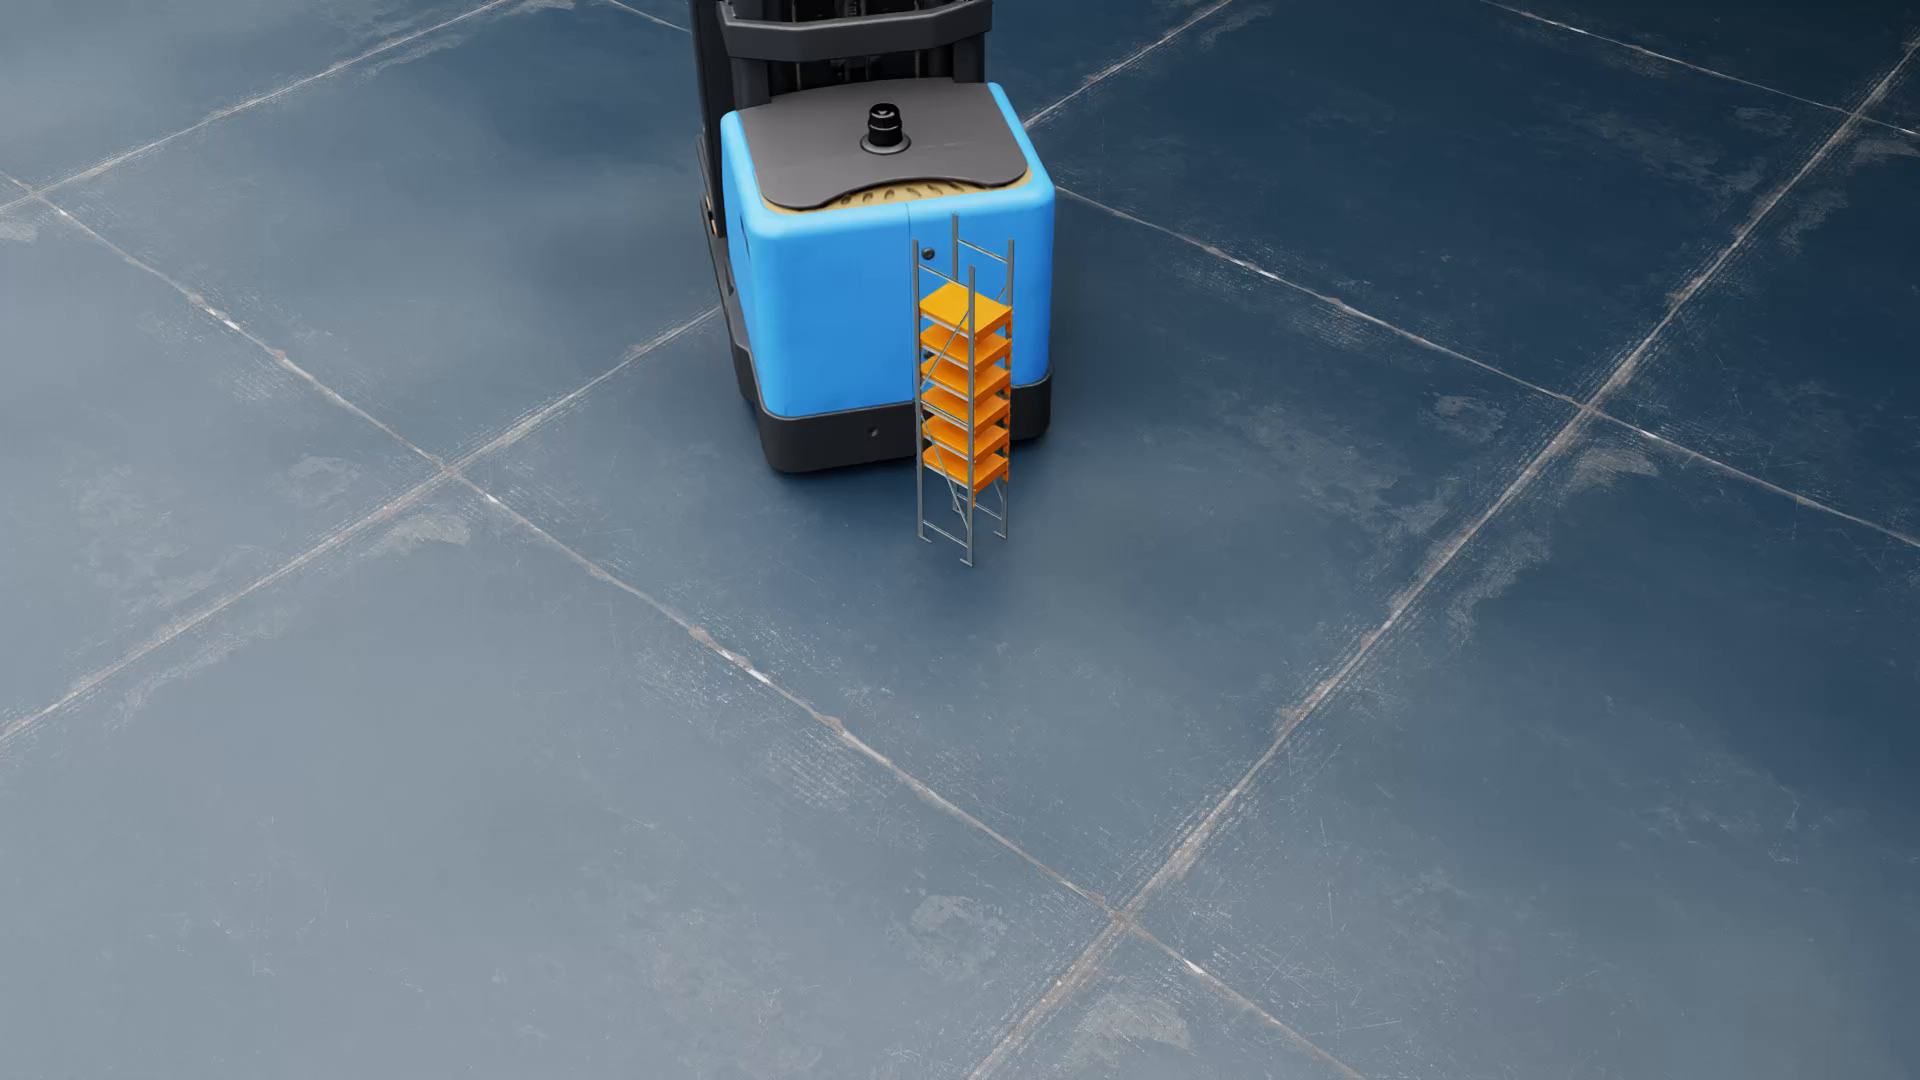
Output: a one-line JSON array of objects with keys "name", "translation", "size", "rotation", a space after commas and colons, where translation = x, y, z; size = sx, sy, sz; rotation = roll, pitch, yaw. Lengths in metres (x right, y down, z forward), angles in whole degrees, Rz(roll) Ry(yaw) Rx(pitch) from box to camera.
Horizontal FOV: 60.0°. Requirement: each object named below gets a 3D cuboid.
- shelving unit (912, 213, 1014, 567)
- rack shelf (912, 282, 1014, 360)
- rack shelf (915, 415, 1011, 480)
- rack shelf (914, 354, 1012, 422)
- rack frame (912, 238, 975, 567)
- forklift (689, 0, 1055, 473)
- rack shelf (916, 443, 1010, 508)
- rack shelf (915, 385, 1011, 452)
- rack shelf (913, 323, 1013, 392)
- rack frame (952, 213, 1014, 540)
[{"name": "shelving unit", "translation": [0.009, -0.451, 5.355], "size": [0.258, 1.200, 0.189], "rotation": [29, 50, 28]}, {"name": "rack shelf", "translation": [0.009, -0.685, 5.142], "size": [0.258, 0.103, 0.180], "rotation": [29, 50, 28]}, {"name": "rack shelf", "translation": [0.009, -0.330, 5.465], "size": [0.258, 0.103, 0.180], "rotation": [29, 50, 28]}, {"name": "rack shelf", "translation": [0.009, -0.507, 5.304], "size": [0.258, 0.103, 0.180], "rotation": [29, 50, 28]}, {"name": "rack frame", "translation": [-0.050, -0.404, 5.303], "size": [0.240, 1.200, 0.006], "rotation": [29, 50, 28]}, {"name": "forklift", "translation": [-0.502, -2.327, 6.131], "size": [1.130, 2.935, 3.031], "rotation": [-9, 43, -10]}, {"name": "rack shelf", "translation": [0.009, -0.241, 5.546], "size": [0.258, 0.103, 0.180], "rotation": [29, 50, 28]}, {"name": "rack shelf", "translation": [0.009, -0.419, 5.384], "size": [0.258, 0.103, 0.180], "rotation": [29, 50, 28]}, {"name": "rack shelf", "translation": [0.009, -0.596, 5.223], "size": [0.258, 0.103, 0.180], "rotation": [29, 50, 28]}, {"name": "rack frame", "translation": [0.068, -0.498, 5.406], "size": [0.240, 1.200, 0.006], "rotation": [29, 50, 28]}]
